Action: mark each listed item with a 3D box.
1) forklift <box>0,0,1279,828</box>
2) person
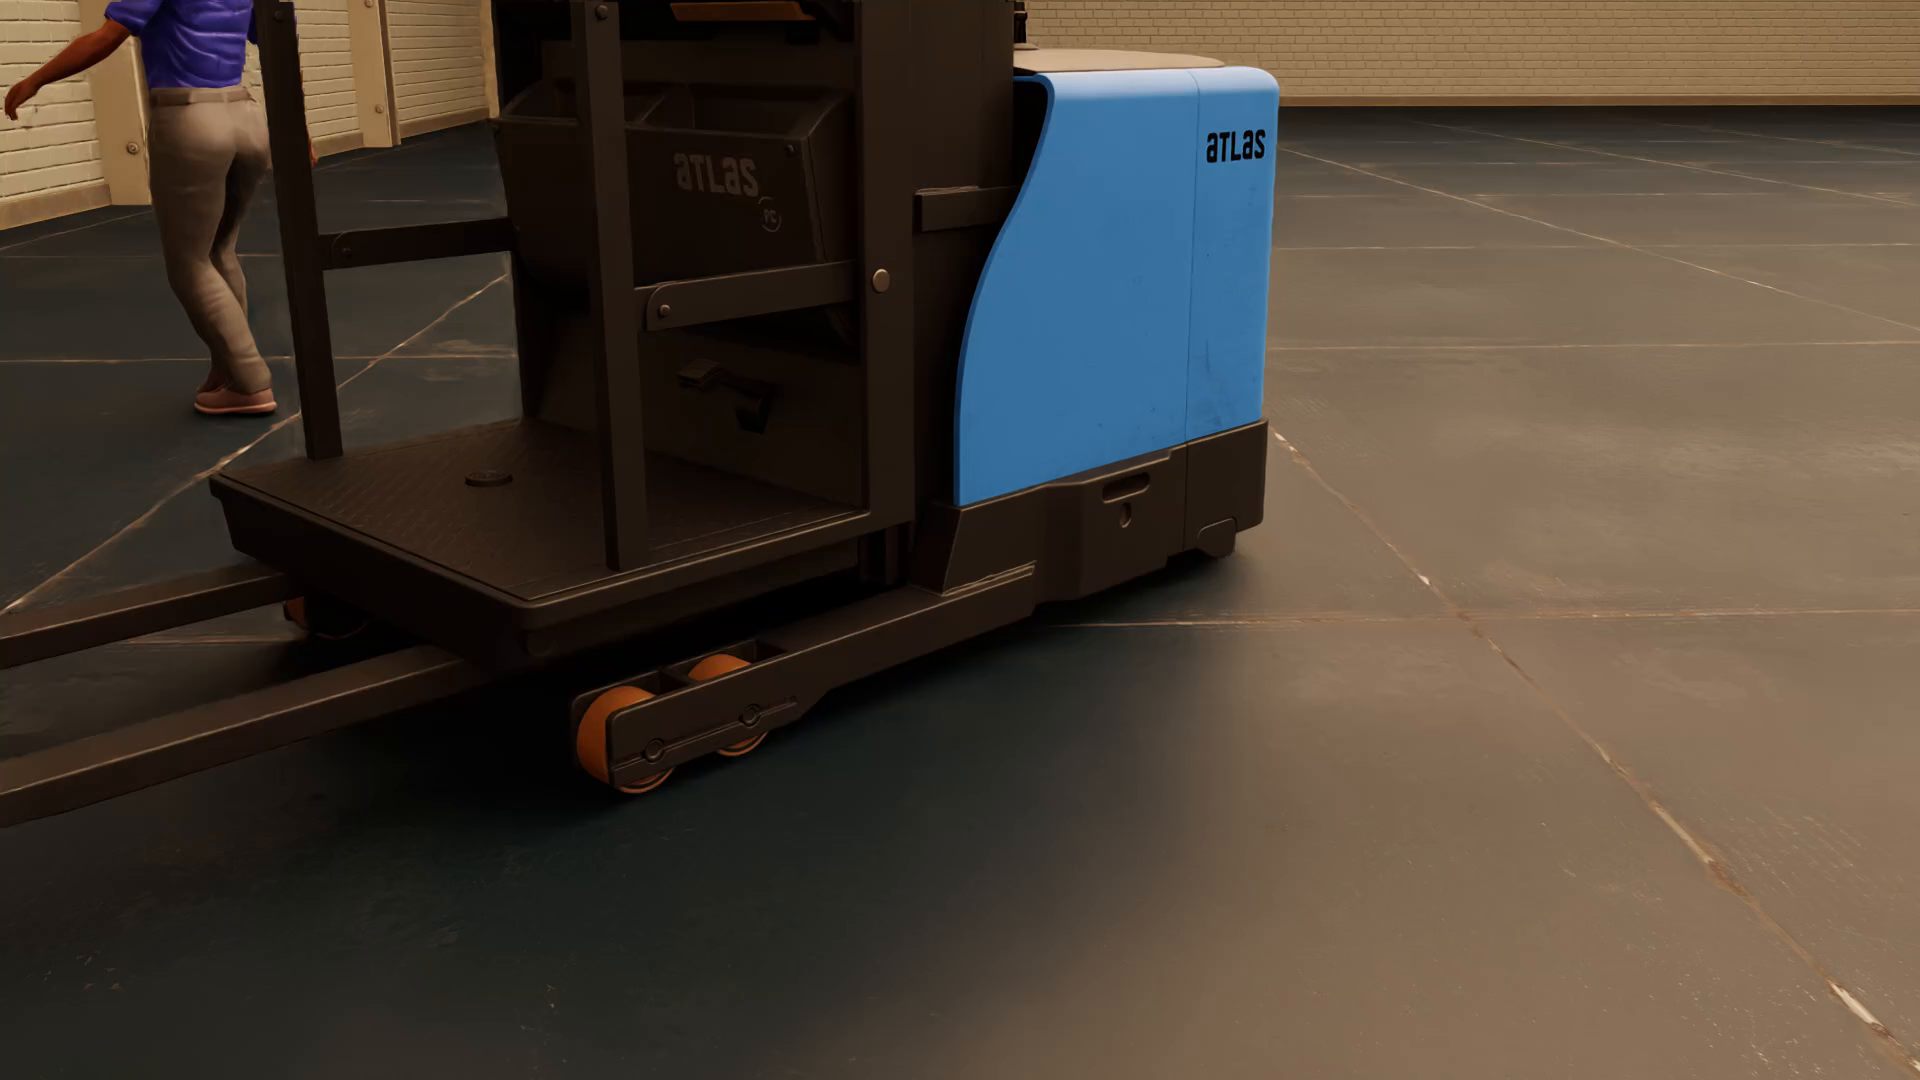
[{"bbox_3d":[-0.683,-1.172,2.738,1.130,2.935,3.031,16,23,41],"label":"forklift"},{"bbox_3d":[-2.366,-1.190,5.121,0.552,1.687,0.899,7,18,22],"label":"person"}]
